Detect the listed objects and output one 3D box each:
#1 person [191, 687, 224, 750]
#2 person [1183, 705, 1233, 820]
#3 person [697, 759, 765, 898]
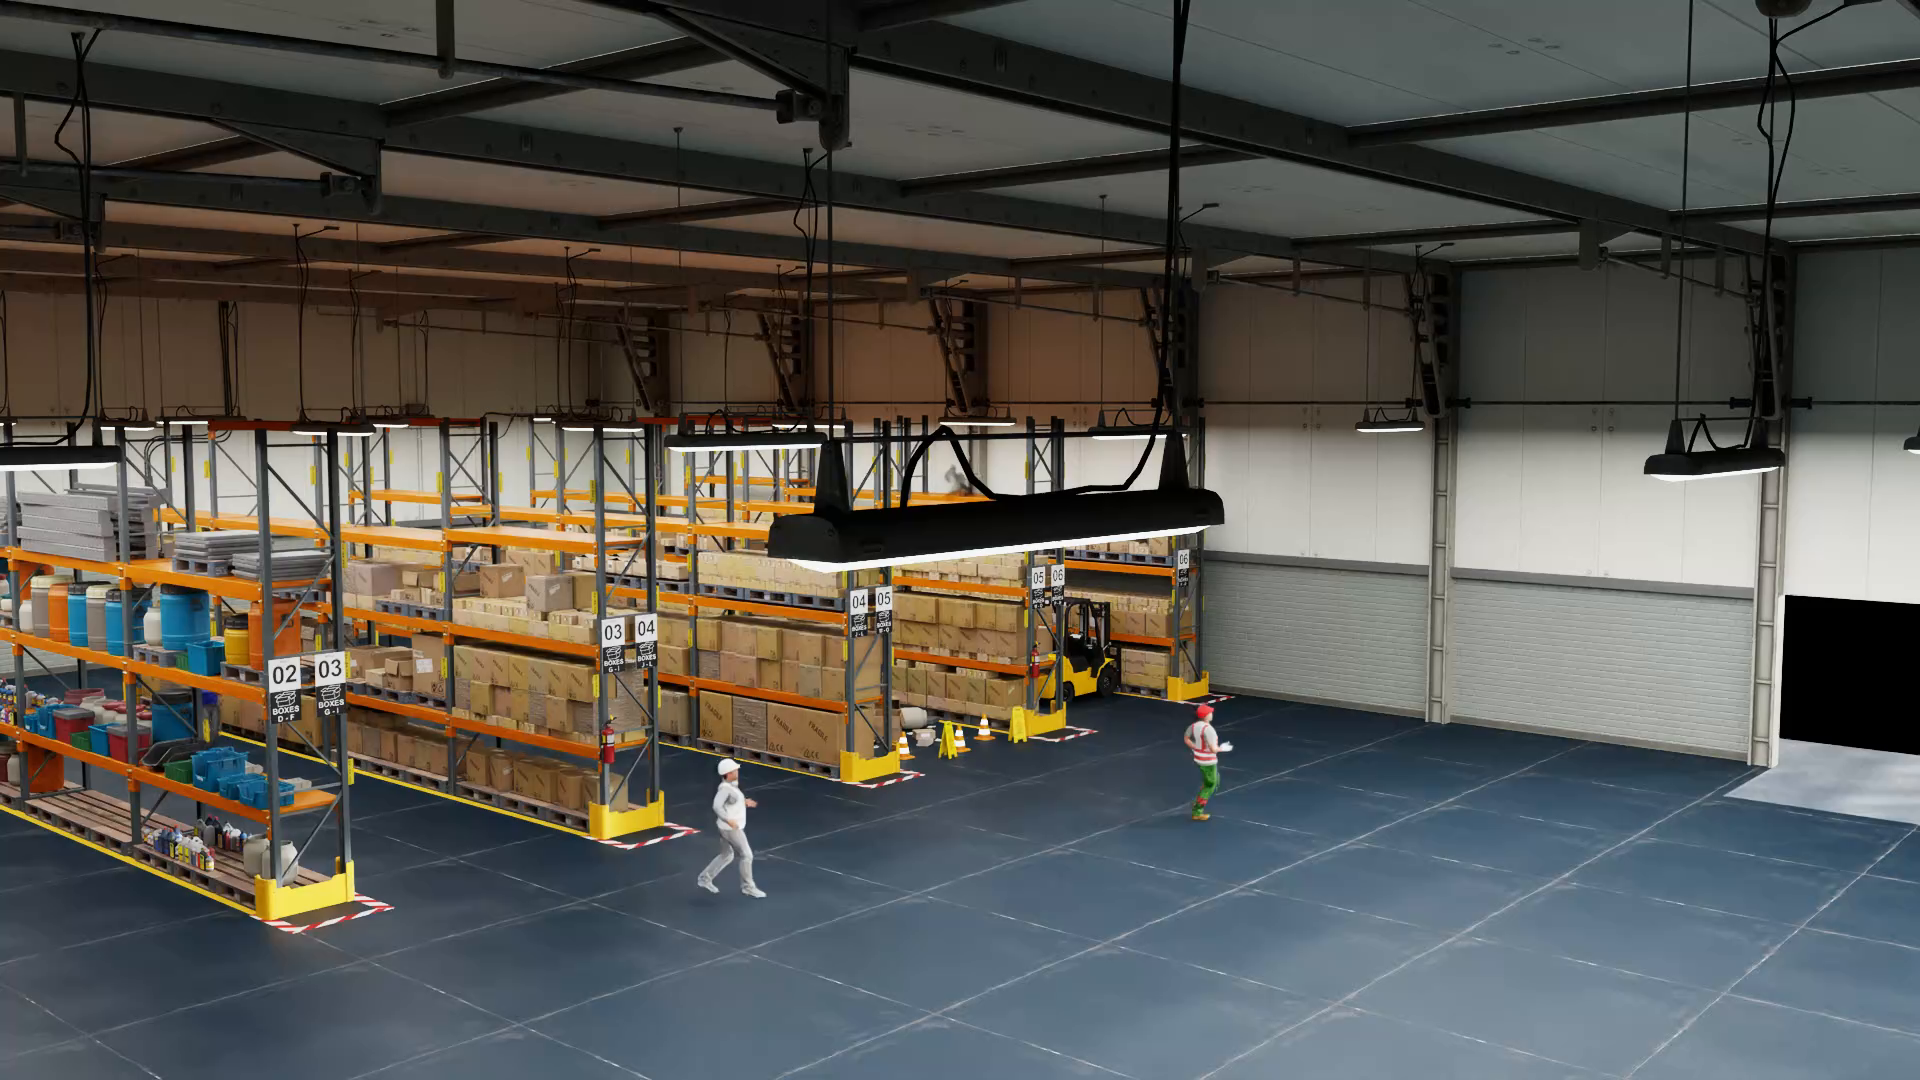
[{"bbox_3d":[-13.418,3.066,29.693,0.568,1.621,0.605,4,6,43],"label":"person"},{"bbox_3d":[3.772,3.354,25.144,0.612,1.759,0.639,-1,5,-16],"label":"person"},{"bbox_3d":[-2.920,3.671,21.161,0.853,1.793,0.658,-1,5,-15],"label":"person"}]
